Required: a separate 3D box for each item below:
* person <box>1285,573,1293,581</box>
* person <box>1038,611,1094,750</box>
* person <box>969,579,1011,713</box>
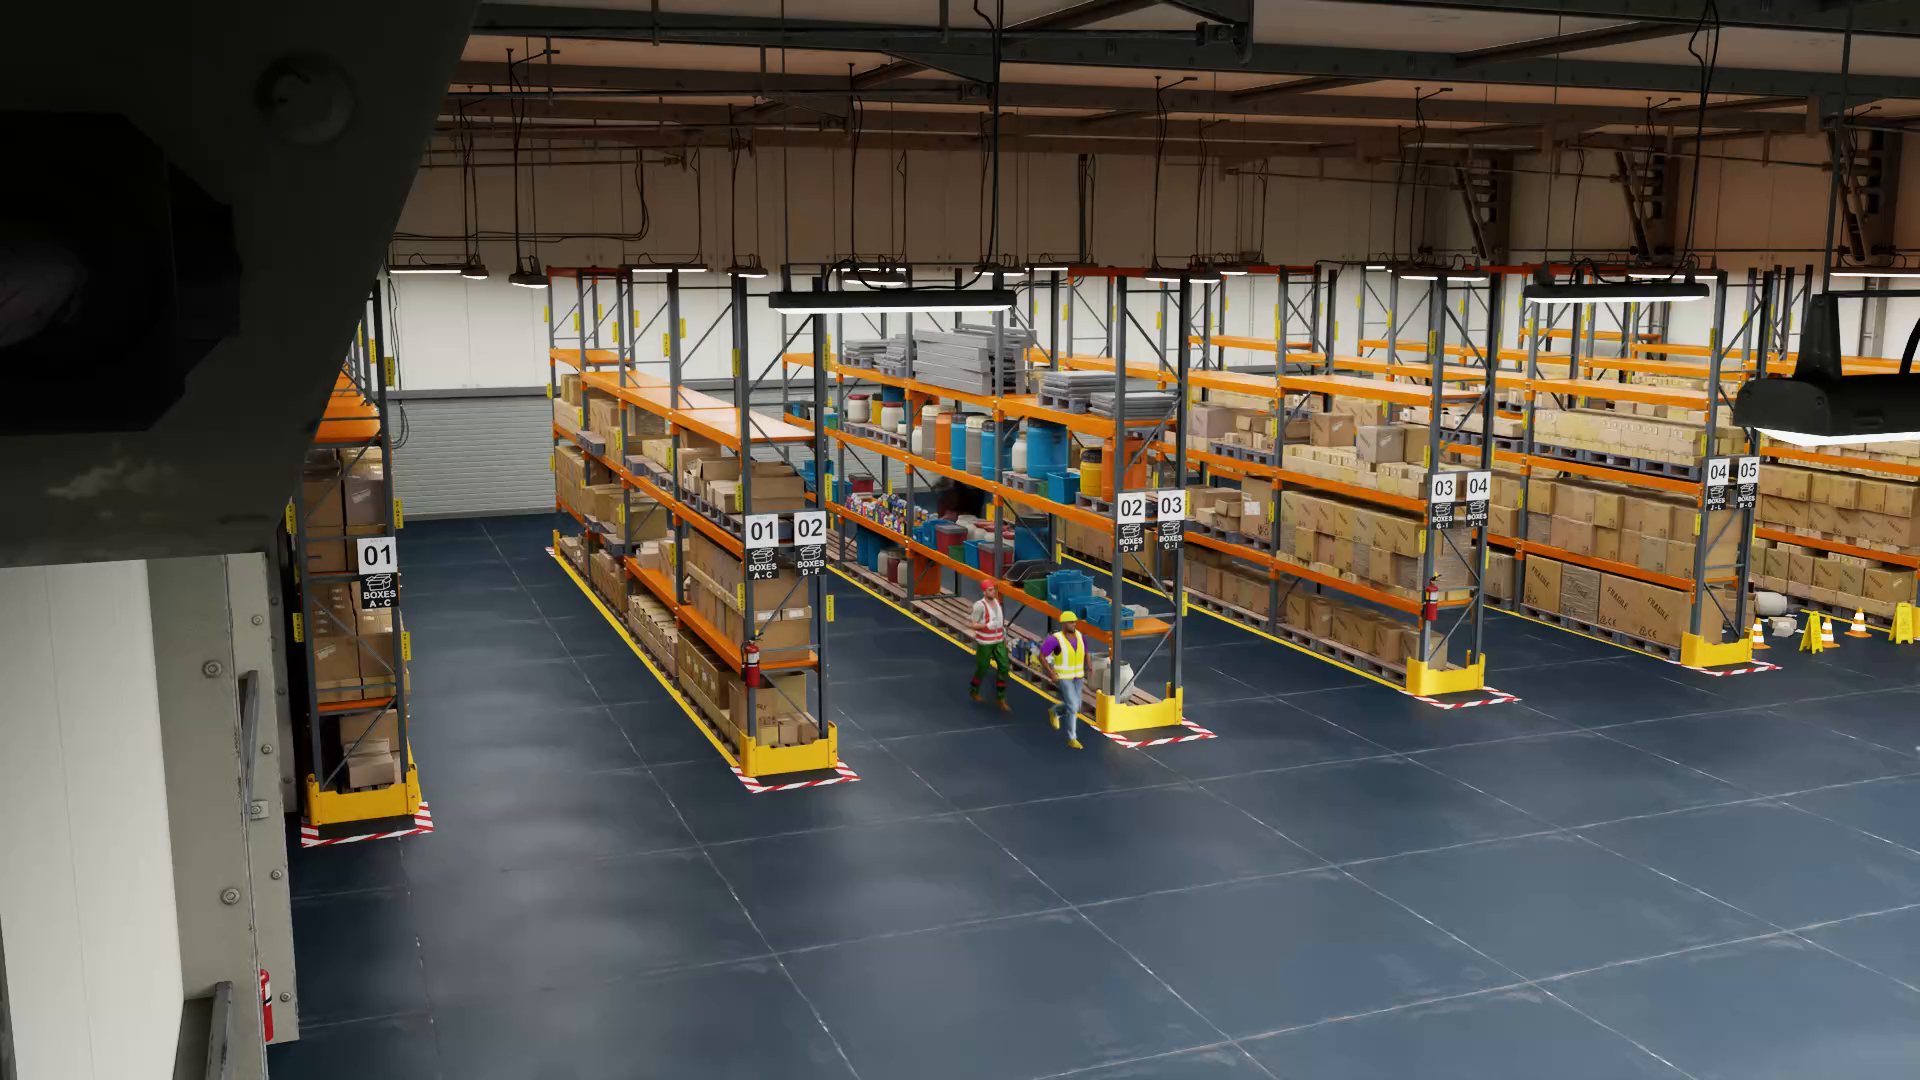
[{"bbox_3d":[6.171,0.056,31.481,0.592,1.729,0.684,-5,11,-26],"label":"person"},{"bbox_3d":[1.366,1.771,21.523,0.715,1.751,0.824,-7,12,-34],"label":"person"},{"bbox_3d":[0.404,1.447,23.109,0.632,1.832,0.755,-7,12,-34],"label":"person"}]
